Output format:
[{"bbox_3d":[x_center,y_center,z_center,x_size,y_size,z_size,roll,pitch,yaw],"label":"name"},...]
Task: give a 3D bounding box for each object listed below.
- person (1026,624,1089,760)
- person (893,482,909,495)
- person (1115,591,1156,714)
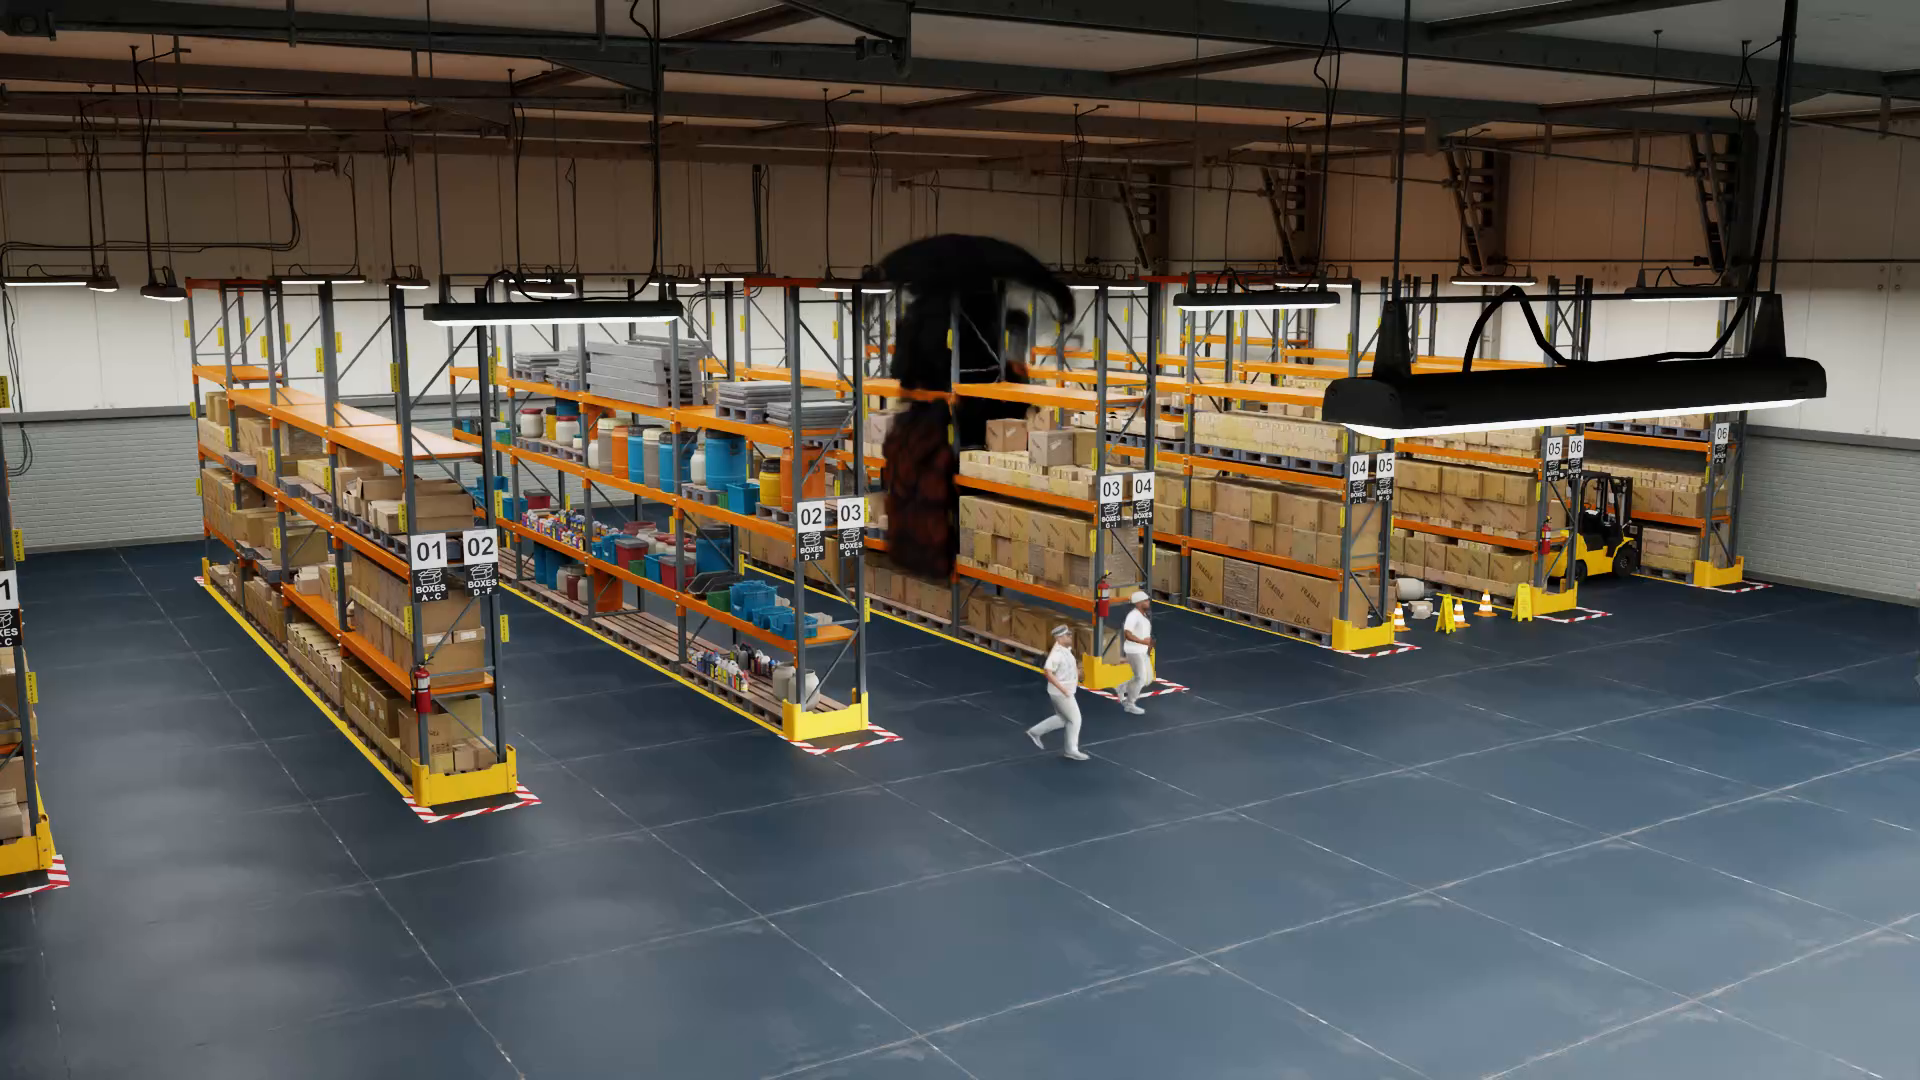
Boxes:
[{"bbox_3d":[1.256,1.933,21.283,0.813,1.787,0.654,1,10,3],"label":"person"},{"bbox_3d":[-1.468,-1.581,42.595,0.550,1.605,0.574,-7,12,-35],"label":"person"},{"bbox_3d":[2.513,1.570,23.558,0.622,1.706,0.725,4,10,22],"label":"person"}]
